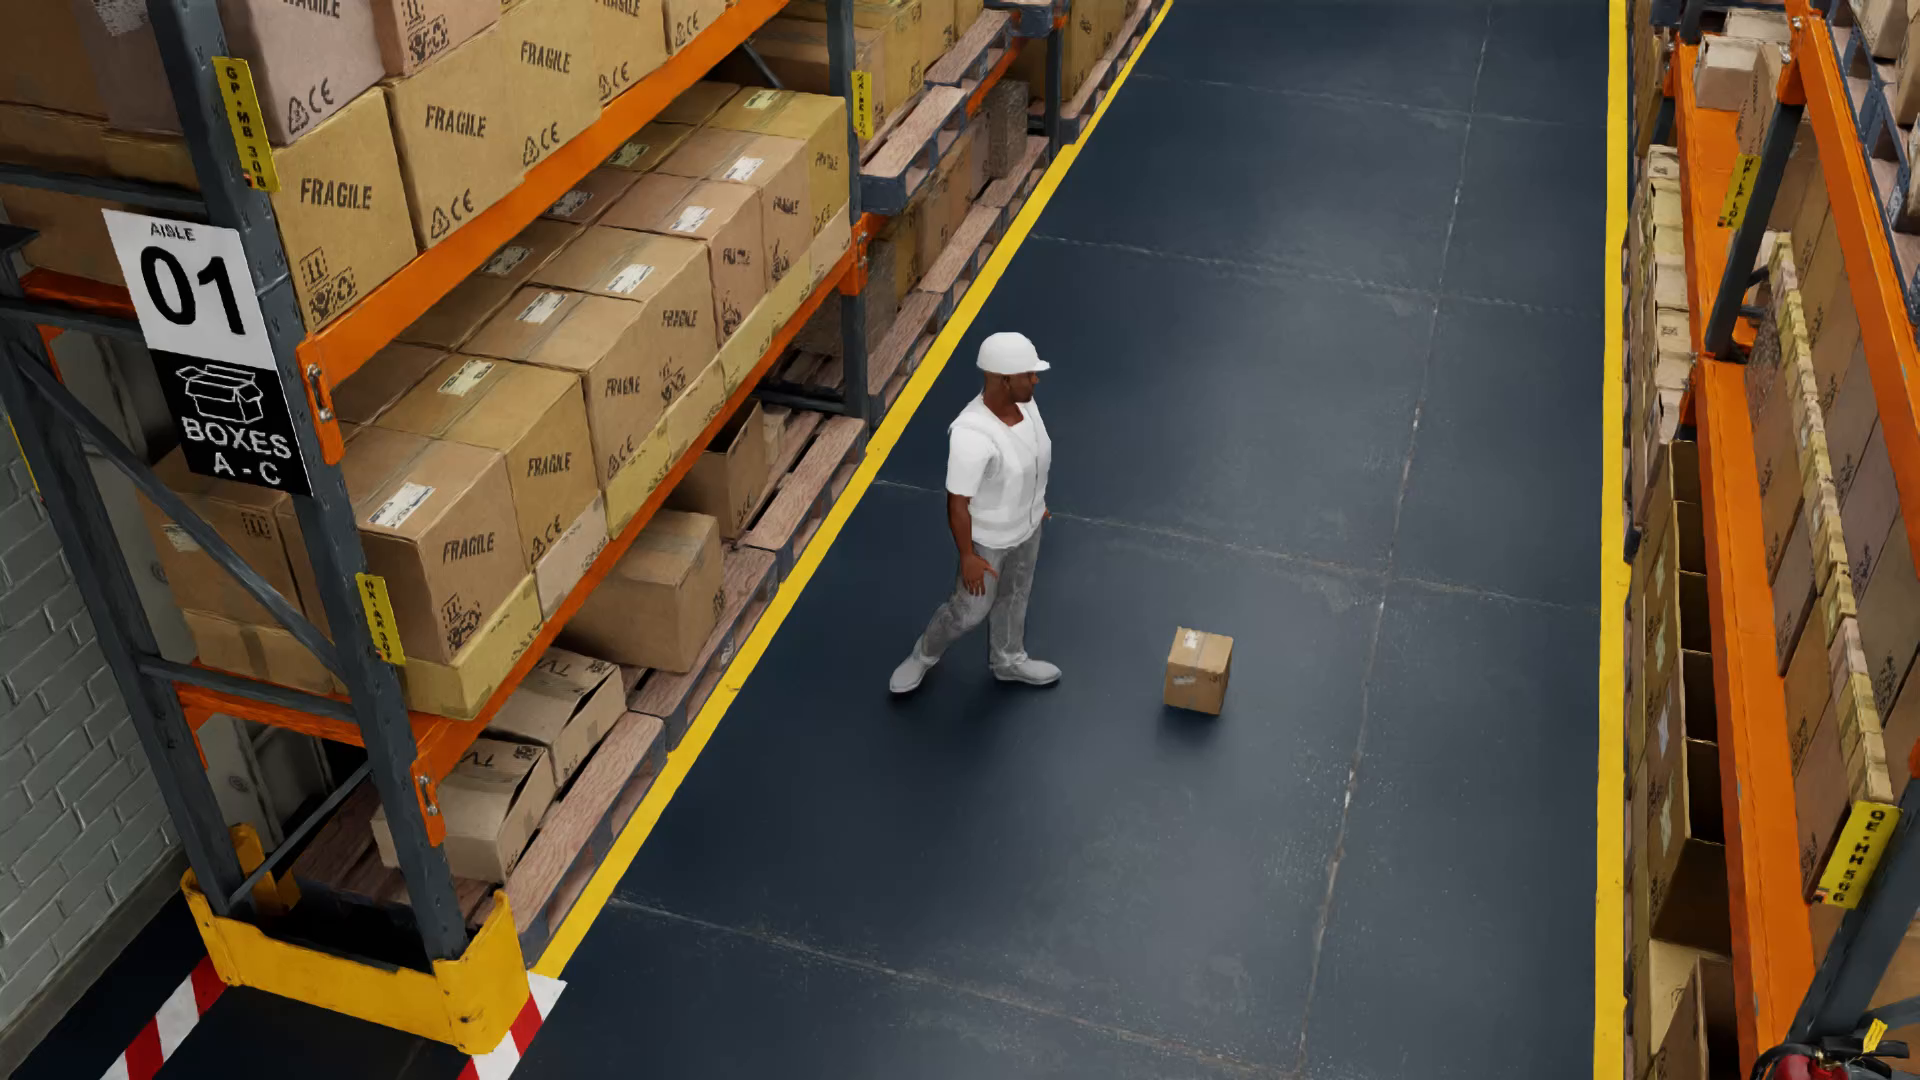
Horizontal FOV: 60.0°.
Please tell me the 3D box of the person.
[{"bbox_3d":[0.098,-0.074,6.972,0.600,1.770,0.726,23,42,27],"label":"person"}]
